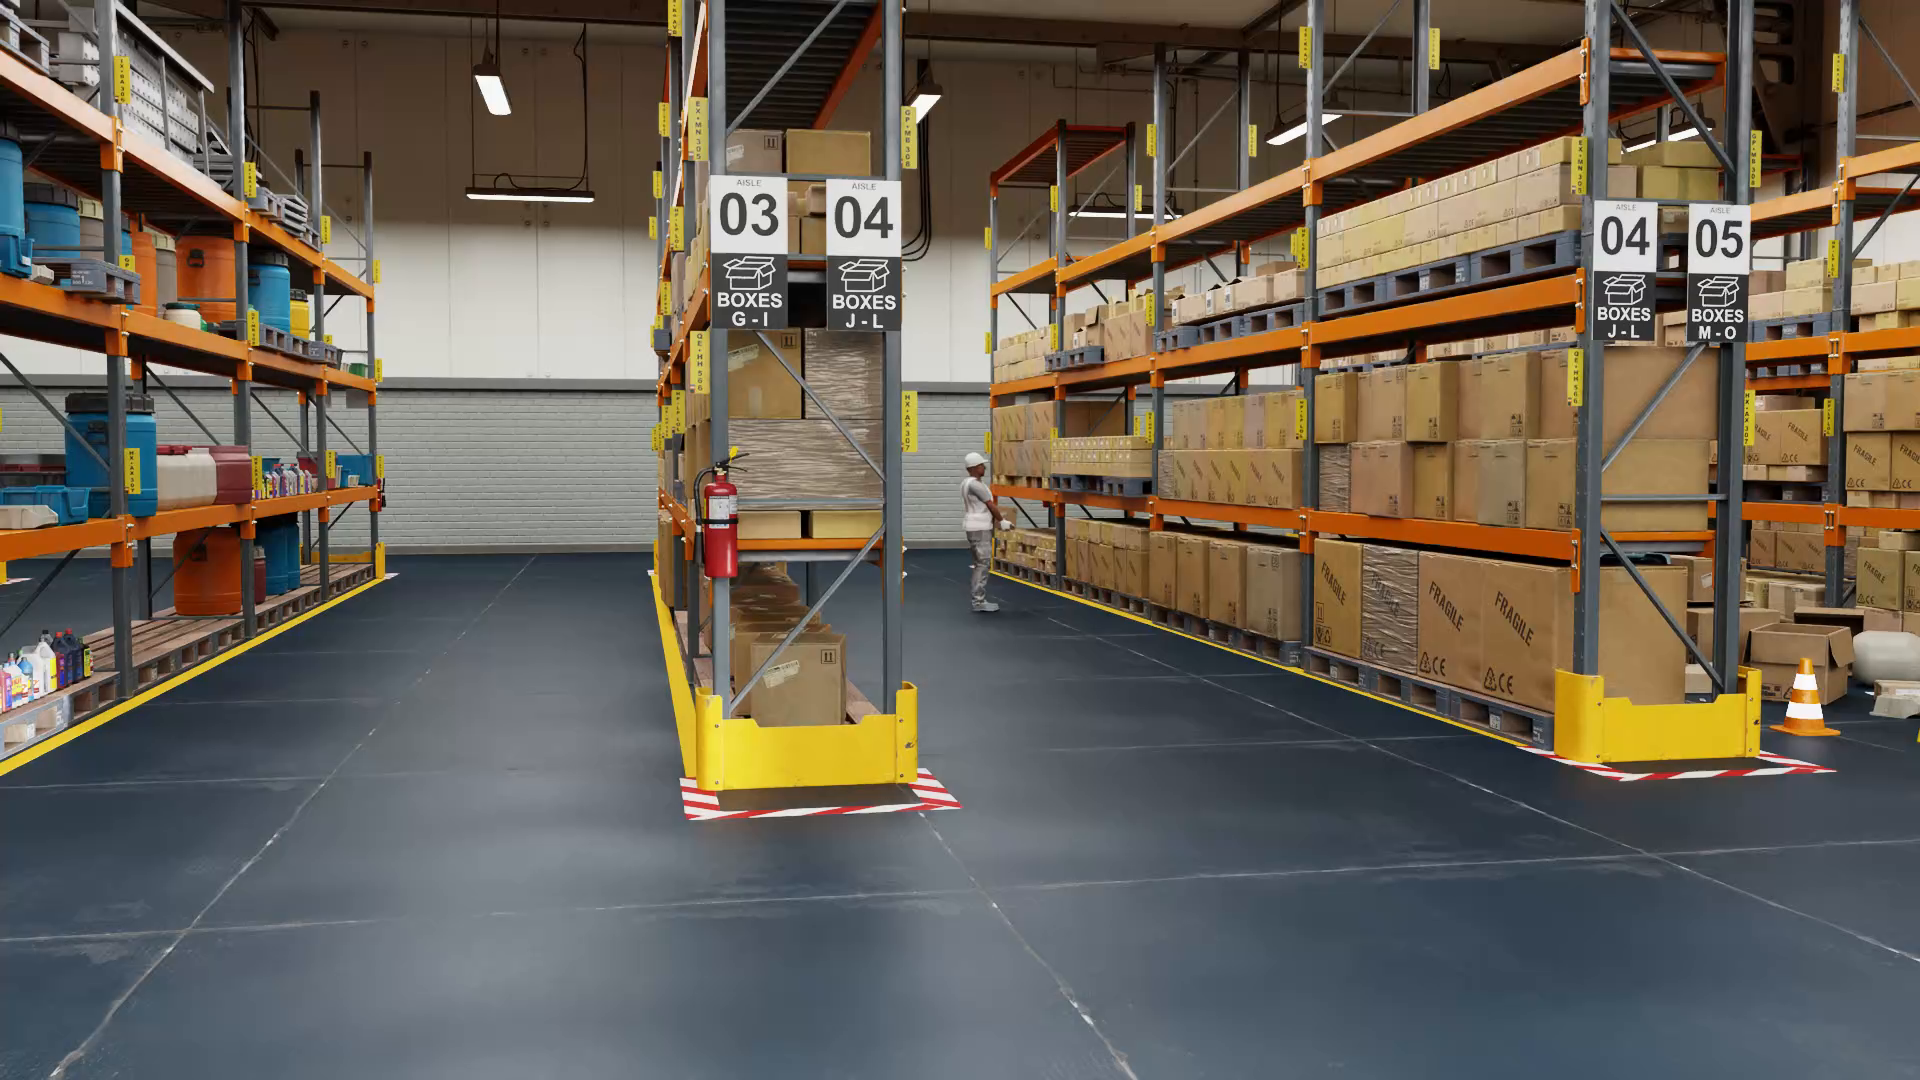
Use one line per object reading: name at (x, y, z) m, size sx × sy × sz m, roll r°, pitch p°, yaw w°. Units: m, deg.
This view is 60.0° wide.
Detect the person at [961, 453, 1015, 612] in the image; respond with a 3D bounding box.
person at (0.307, -0.095, 18.730) m, size 0.573 × 1.778 × 0.488 m, roll -1°, pitch 3°, yaw -10°
